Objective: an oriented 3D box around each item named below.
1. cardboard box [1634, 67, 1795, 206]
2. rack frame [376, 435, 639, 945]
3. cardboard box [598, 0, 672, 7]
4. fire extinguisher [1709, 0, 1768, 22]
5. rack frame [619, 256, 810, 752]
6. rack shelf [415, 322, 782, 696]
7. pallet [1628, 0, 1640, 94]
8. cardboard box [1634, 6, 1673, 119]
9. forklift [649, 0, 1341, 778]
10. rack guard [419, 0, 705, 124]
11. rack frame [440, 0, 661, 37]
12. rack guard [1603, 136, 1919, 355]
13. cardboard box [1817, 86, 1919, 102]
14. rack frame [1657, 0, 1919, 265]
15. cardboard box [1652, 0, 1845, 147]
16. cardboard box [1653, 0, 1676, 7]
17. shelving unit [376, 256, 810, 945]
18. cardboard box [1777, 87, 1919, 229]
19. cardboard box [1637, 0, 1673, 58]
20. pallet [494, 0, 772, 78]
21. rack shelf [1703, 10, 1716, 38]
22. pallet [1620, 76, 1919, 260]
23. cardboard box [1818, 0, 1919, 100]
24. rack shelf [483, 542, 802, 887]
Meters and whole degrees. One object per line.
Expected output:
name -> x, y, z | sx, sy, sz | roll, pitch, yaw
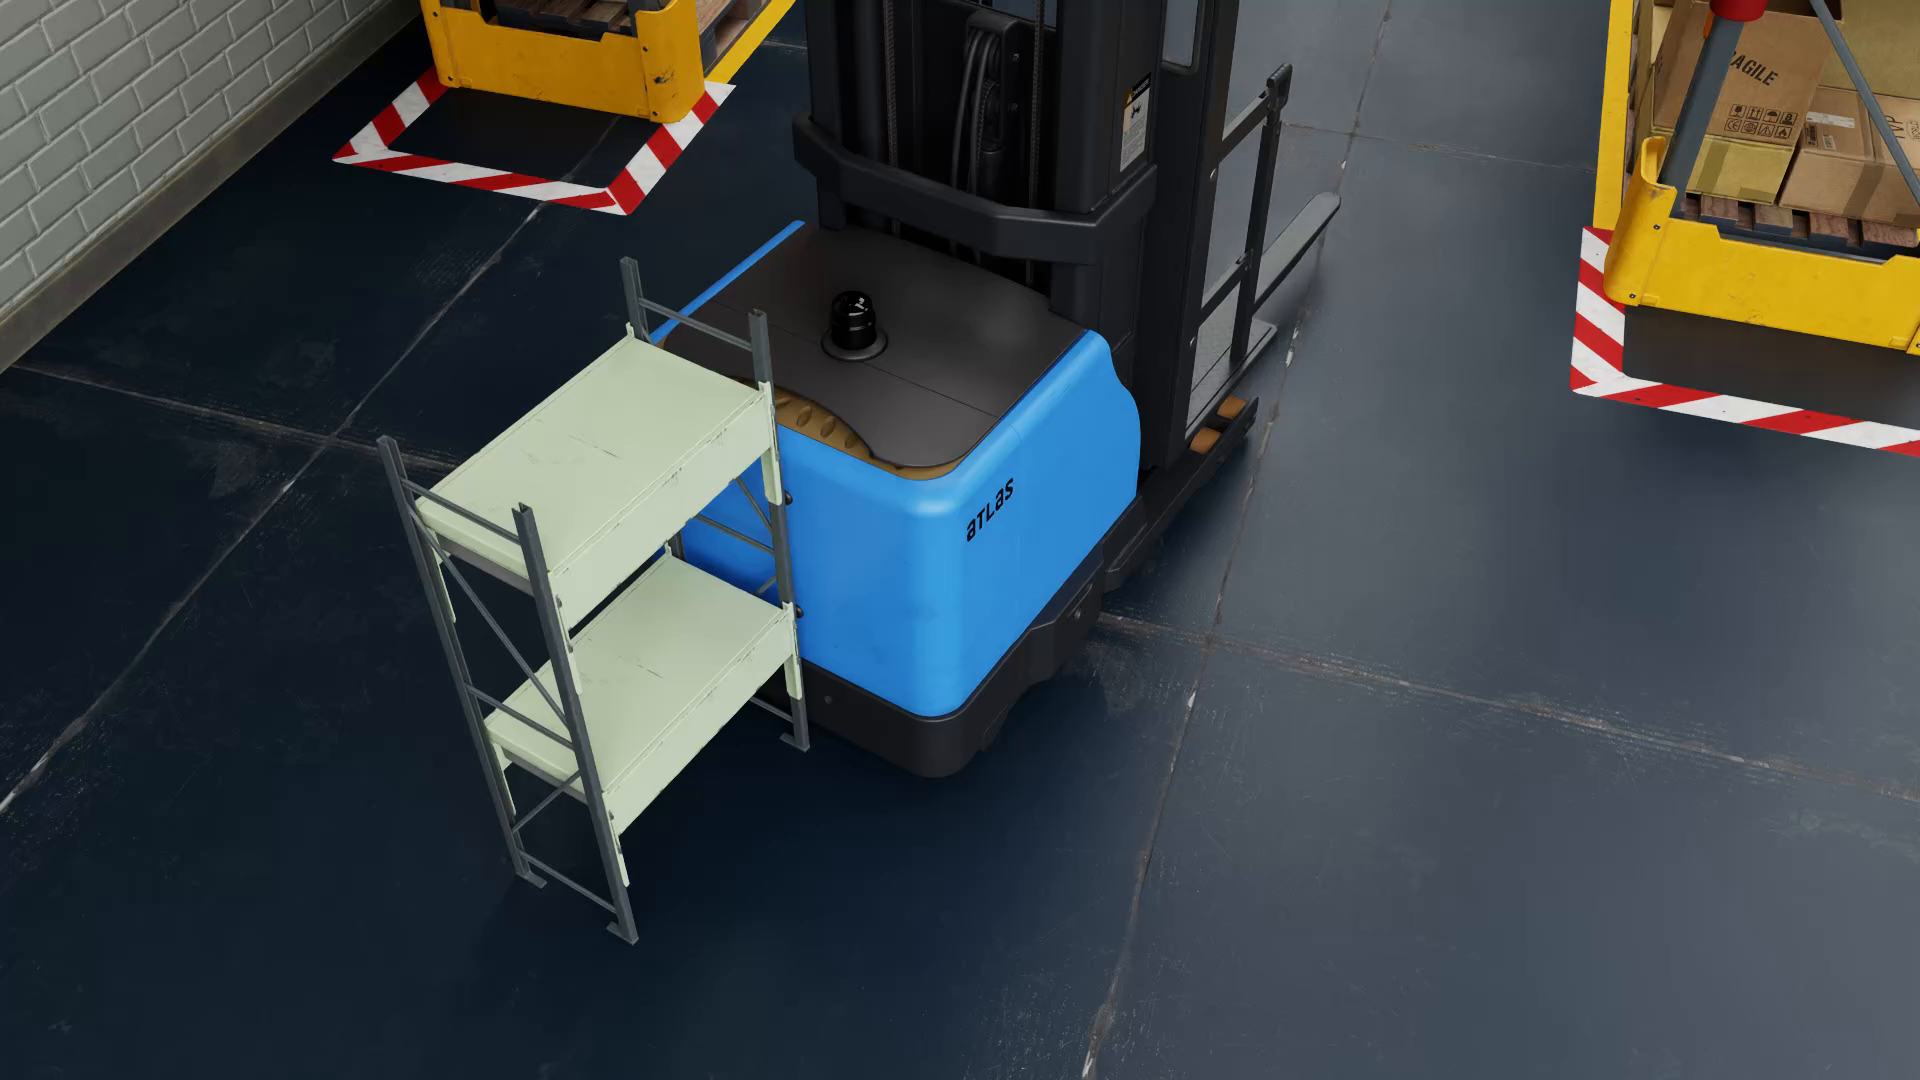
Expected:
cardboard box -> 2.877, -1.556, 6.361 | 0.500, 0.250, 0.500 | 13, 46, 13
rack frame -> -0.989, 0.407, 3.762 | 0.400, 1.500, 0.023 | 24, 49, 23
cardboard box -> -1.431, -2.653, 7.425 | 0.500, 0.311, 0.500 | 8, 45, 8
fire extinguisher -> 2.518, -1.960, 5.164 | 0.296, 0.674, 0.183 | 13, 46, 13
rack frame -> -0.594, -0.024, 4.203 | 0.400, 1.500, 0.023 | 24, 49, 23
rack shelf -> -0.792, -0.088, 3.709 | 0.431, 0.370, 0.720 | 24, 49, 23
pallet -> 3.559, -2.301, 7.450 | 1.003, 0.211, 1.213 | 13, 46, 13
cardboard box -> 3.017, -1.891, 6.704 | 0.500, 0.250, 0.500 | 13, 46, 13
forklift -> 0.336, -1.414, 4.600 | 1.130, 2.935, 3.031 | 24, 49, 23
rack guard -> -1.703, -2.172, 7.112 | 1.175, 0.500, 0.348 | 13, 46, 13
rack frame -> -1.726, -3.015, 6.186 | 1.000, 3.000, 0.127 | 13, 46, 13
rack guard -> 2.989, -1.059, 5.975 | 1.175, 0.500, 0.348 | 13, 46, 13
cardboard box -> 3.519, -1.780, 6.590 | 0.500, 0.250, 0.500 | 13, 46, 13
rack frame -> 2.996, -1.968, 5.117 | 1.000, 3.000, 0.127 | 13, 46, 13
cardboard box -> 2.875, -1.824, 6.099 | 0.500, 0.500, 0.500 | 13, 46, 13
cardboard box -> 3.164, -2.494, 6.783 | 0.500, 0.500, 0.500 | 13, 46, 13
shelving unit -> -0.792, 0.191, 3.982 | 0.431, 1.500, 0.755 | 24, 49, 23
cardboard box -> 3.371, -1.446, 6.249 | 0.500, 0.250, 0.500 | 13, 46, 13
cardboard box -> 3.167, -2.225, 7.045 | 0.500, 0.250, 0.500 | 13, 46, 13
pallet -> -1.423, -2.603, 7.759 | 1.003, 0.211, 1.213 | 13, 46, 13
rack shelf -> 3.602, -3.044, 6.731 | 1.077, 0.370, 4.000 | 13, 46, 13
pallet -> 3.188, -1.490, 6.622 | 1.003, 0.211, 1.213 | 13, 46, 13
cardboard box -> 3.520, -2.048, 6.327 | 0.500, 0.500, 0.500 | 13, 46, 13
rack shelf -> -0.792, 0.424, 4.210 | 0.431, 0.370, 0.720 | 24, 49, 23
